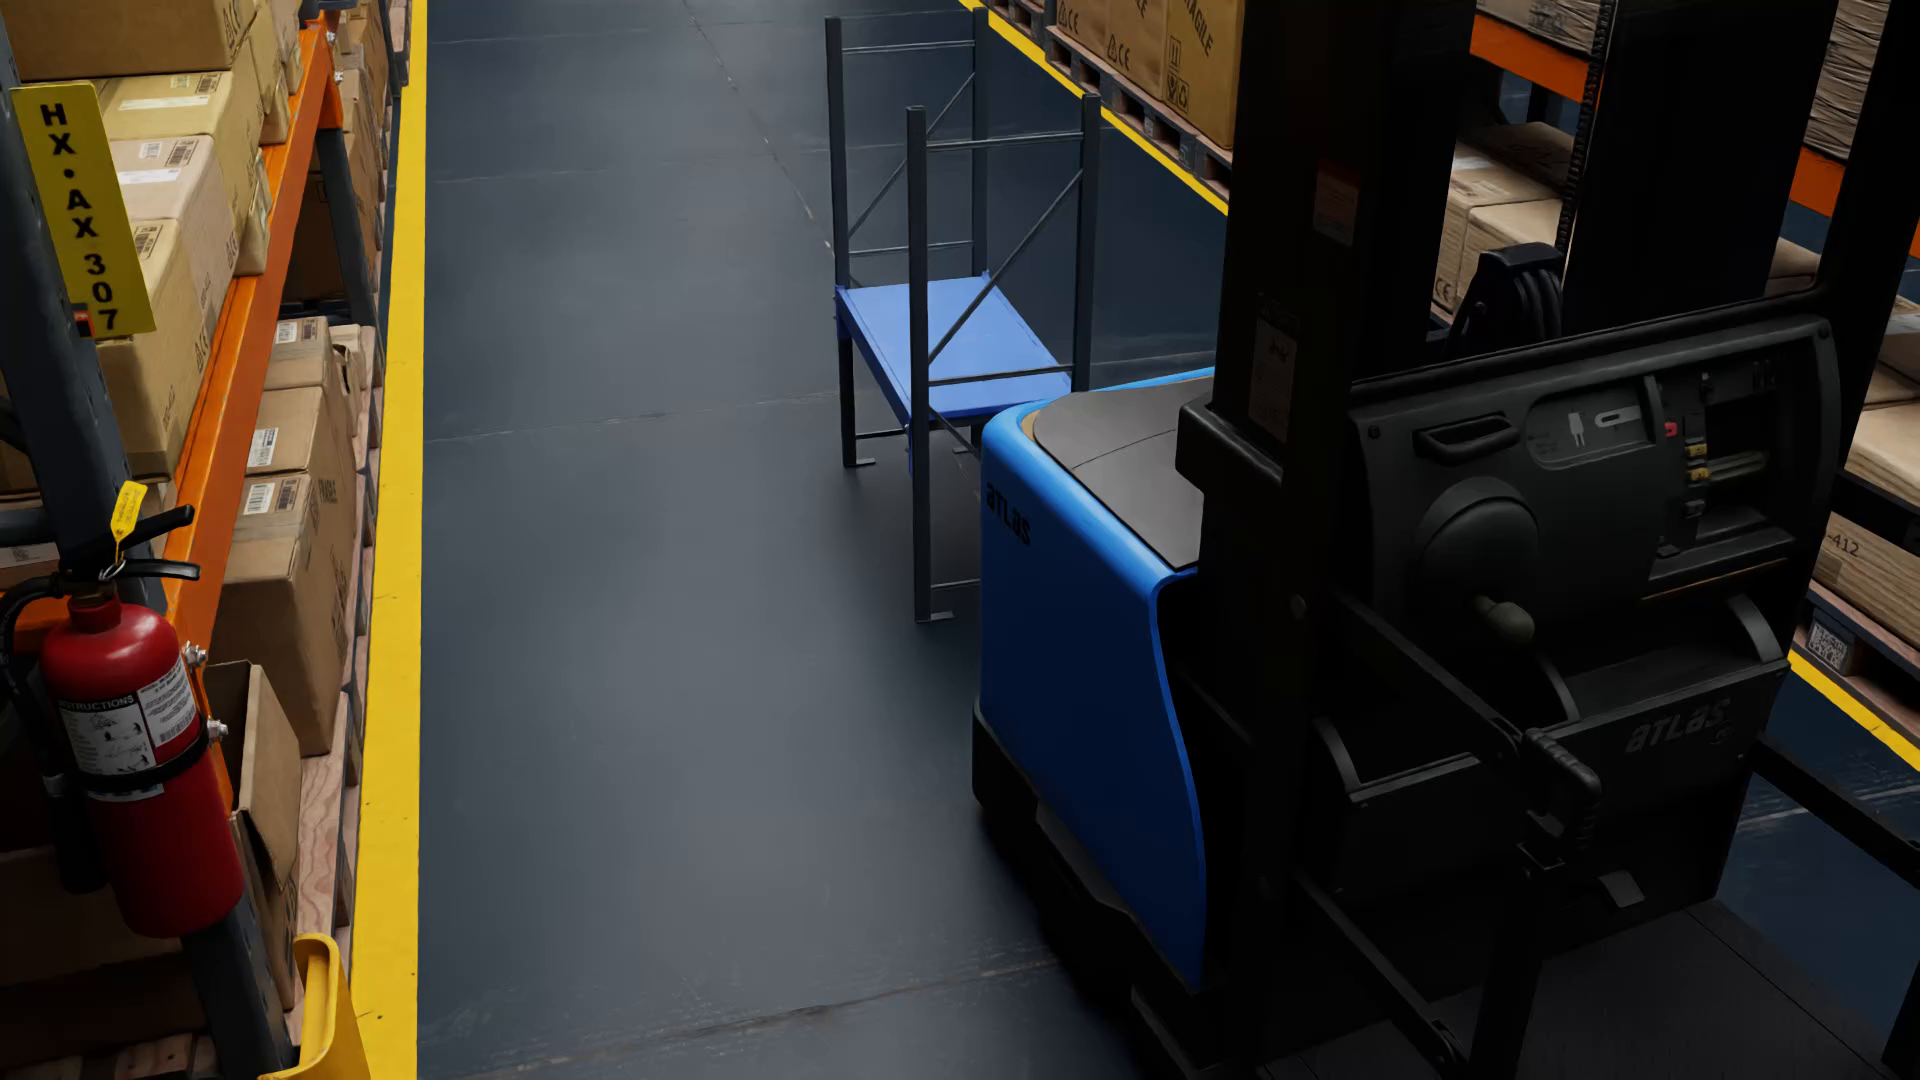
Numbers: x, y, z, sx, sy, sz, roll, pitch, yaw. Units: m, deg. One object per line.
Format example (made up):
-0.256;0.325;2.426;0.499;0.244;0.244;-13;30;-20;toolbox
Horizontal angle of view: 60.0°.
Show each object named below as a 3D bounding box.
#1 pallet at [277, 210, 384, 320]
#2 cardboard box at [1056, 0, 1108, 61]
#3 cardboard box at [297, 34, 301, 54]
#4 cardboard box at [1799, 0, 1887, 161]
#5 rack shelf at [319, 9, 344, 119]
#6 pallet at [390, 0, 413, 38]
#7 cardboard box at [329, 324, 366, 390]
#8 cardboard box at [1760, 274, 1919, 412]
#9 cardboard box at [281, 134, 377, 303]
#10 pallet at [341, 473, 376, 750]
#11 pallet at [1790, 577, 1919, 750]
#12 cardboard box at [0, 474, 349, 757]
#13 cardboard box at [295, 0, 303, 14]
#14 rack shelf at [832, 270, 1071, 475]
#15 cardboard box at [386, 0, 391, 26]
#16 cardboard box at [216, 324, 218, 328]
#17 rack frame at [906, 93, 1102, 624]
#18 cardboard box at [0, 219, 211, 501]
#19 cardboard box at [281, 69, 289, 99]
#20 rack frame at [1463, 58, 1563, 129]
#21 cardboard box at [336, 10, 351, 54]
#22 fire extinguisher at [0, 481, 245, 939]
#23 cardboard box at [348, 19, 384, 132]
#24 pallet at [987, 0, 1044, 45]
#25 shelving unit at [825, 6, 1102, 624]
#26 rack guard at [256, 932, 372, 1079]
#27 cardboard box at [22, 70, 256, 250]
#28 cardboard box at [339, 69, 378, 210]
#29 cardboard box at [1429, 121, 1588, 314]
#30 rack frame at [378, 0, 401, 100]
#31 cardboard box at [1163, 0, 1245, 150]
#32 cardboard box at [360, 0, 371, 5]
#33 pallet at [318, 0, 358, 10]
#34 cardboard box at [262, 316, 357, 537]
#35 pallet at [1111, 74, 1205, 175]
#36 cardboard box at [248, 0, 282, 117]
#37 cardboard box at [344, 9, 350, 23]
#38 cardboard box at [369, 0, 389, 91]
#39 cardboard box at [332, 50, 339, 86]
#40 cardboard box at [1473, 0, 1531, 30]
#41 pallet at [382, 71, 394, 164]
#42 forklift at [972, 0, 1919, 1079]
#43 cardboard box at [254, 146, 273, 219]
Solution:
-2.944;-1.076;6.898;1.003;0.211;1.213;-8;31;-13;pallet
1.135;-3.406;9.842;0.875;0.875;0.875;-8;31;-14;cardboard box
-2.273;-1.543;5.172;0.380;0.149;0.250;-7;31;-12;cardboard box
2.507;-1.357;4.501;0.500;0.500;0.500;-7;31;-12;cardboard box
-3.222;-2.549;7.378;1.077;0.370;4.000;-8;31;-13;rack shelf
-4.254;-3.611;11.278;1.003;0.211;1.213;-8;31;-13;pallet
-2.260;-0.613;5.741;0.380;0.149;0.250;-9;31;-15;cardboard box
2.632;-0.444;5.161;0.875;0.438;0.875;-7;31;-12;cardboard box
-2.603;-1.258;6.506;0.500;0.500;0.500;-7;31;-11;cardboard box
-2.182;0.234;4.635;1.003;0.211;1.213;-8;31;-13;pallet
2.867;0.206;4.683;1.003;0.211;1.213;-8;31;-13;pallet
-1.890;0.211;3.967;0.700;0.500;0.500;-7;31;-11;cardboard box
-2.321;-1.745;5.123;0.500;0.250;0.500;-7;31;-12;cardboard box
-0.023;-0.535;5.036;0.538;0.185;1.000;-8;31;-13;rack shelf
-3.905;-3.284;9.880;0.875;0.625;0.625;-7;31;-12;cardboard box
-1.676;-0.419;3.230;0.380;0.149;0.250;-7;31;-12;cardboard box
0.112;-0.445;4.521;0.500;1.500;0.032;-8;31;-13;rack frame
-1.490;-0.282;2.595;0.500;0.250;0.500;-8;31;-13;cardboard box
-2.137;-1.290;4.735;0.380;0.149;0.250;-7;31;-12;cardboard box
2.093;-2.557;6.673;1.000;3.000;0.127;-8;31;-13;rack frame
-3.053;-2.358;7.759;0.380;0.149;0.250;-9;31;-16;cardboard box
-1.145;0.242;2.288;0.296;0.674;0.183;-8;31;-13;fire extinguisher
-3.169;-2.255;8.228;0.500;0.500;0.500;-7;31;-11;cardboard box
0.826;-3.659;11.361;1.003;0.211;1.213;-8;31;-13;pallet
-0.023;-0.690;4.945;0.538;1.500;1.048;-8;31;-13;shelving unit
-1.650;1.082;2.881;1.175;0.500;0.348;-8;31;-13;rack guard
-1.762;-0.770;3.438;0.500;0.250;0.500;-8;31;-14;cardboard box
-2.882;-1.756;7.365;0.500;0.500;0.500;-9;31;-15;cardboard box
2.157;-1.312;6.661;0.875;0.438;0.875;-8;31;-14;cardboard box
-3.753;-3.827;8.867;1.000;3.000;0.127;-8;31;-13;rack frame
1.604;-2.543;8.351;0.875;0.875;0.875;-7;31;-12;cardboard box
-3.275;-2.875;8.651;0.380;0.149;0.250;-9;31;-16;cardboard box
-2.798;-2.212;6.269;1.003;0.211;1.213;-8;31;-13;pallet
-2.165;-0.290;4.833;0.700;0.500;0.500;-9;31;-15;cardboard box
1.489;-2.303;9.018;1.003;0.211;1.213;-8;31;-13;pallet
-2.054;-1.262;4.290;0.500;0.250;0.500;-8;31;-14;cardboard box
-3.222;-2.608;8.190;0.380;0.149;0.250;-7;31;-12;cardboard box
-3.433;-2.751;9.085;0.500;0.500;0.500;-7;31;-12;cardboard box
-2.873;-1.986;7.116;0.380;0.149;0.250;-8;31;-13;cardboard box
2.095;-2.095;5.775;0.500;0.500;0.500;-8;31;-13;cardboard box
-3.591;-2.254;8.934;1.003;0.211;1.213;-8;31;-13;pallet
1.093;-0.046;2.403;1.130;2.935;3.031;-13;32;-21;forklift
-1.836;-0.803;3.893;0.380;0.149;0.250;-7;31;-12;cardboard box
